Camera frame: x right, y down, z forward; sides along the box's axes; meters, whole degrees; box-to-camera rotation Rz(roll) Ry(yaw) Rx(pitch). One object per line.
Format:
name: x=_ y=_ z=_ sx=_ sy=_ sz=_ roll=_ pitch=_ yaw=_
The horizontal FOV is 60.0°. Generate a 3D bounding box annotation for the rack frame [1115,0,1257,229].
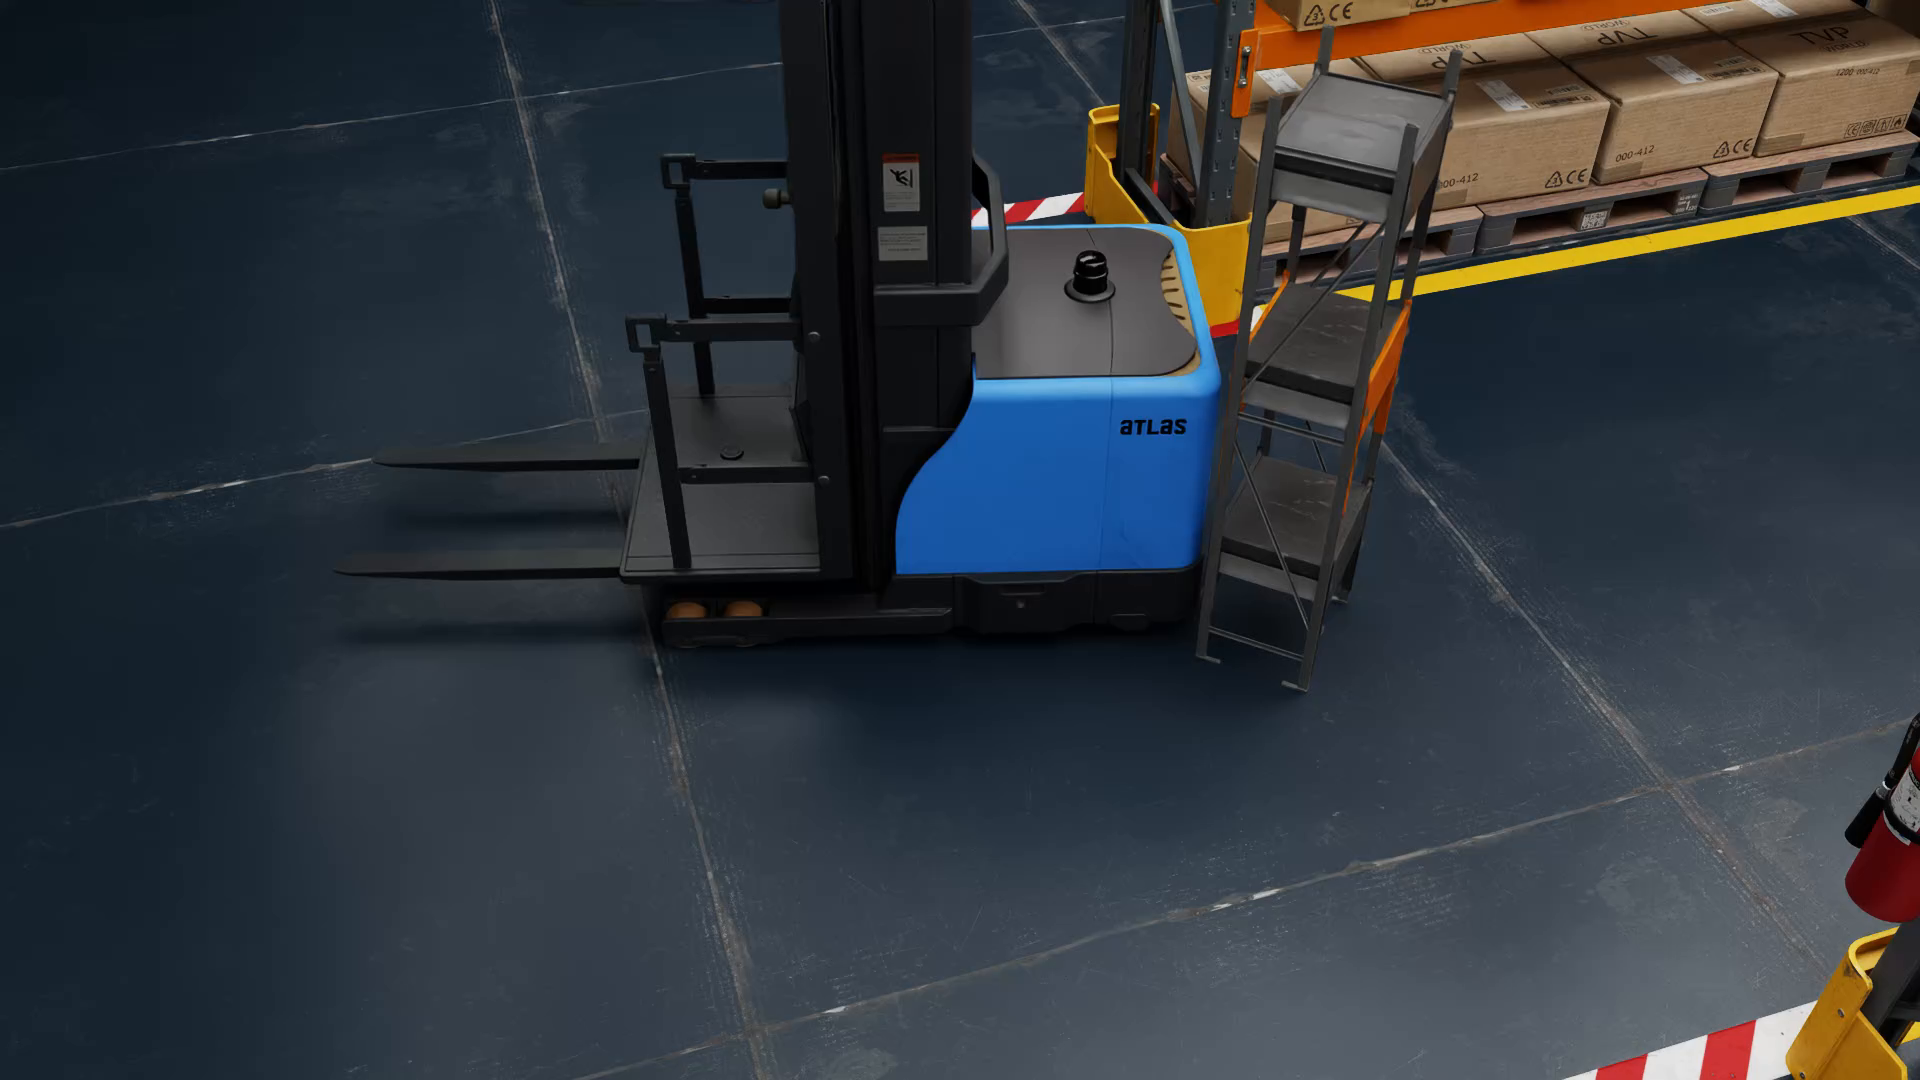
rack frame: x=0.948 y=-2.443 z=6.767 sx=0.127 sy=3.000 sz=1.000 roll=-12 pitch=42 yaw=-13

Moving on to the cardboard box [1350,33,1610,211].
cardboard box: x=2.418 y=-2.016 z=7.906 sx=0.875 sy=0.438 sz=0.875 roll=-11 pitch=42 yaw=-12

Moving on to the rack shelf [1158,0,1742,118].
rack shelf: x=2.855 y=-2.568 z=7.456 sx=4.000 sy=0.370 sz=1.077 roll=-12 pitch=42 yaw=-13

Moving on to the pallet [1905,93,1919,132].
pallet: x=5.476 y=-2.384 z=8.818 sx=1.213 sy=0.211 sz=1.003 roll=-12 pitch=42 yaw=-13

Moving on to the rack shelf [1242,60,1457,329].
rack shelf: x=1.107 y=-0.991 z=4.745 sx=0.431 sy=0.518 sz=0.480 roll=18 pitch=44 yaw=19

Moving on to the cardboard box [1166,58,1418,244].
cardboard box: x=1.547 y=-1.830 z=7.693 sx=0.875 sy=0.438 sz=0.875 roll=-13 pitch=43 yaw=-15

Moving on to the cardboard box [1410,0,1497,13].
cardboard box: x=1.966 y=-2.513 z=6.771 sx=0.500 sy=0.500 sz=0.500 roll=-12 pitch=43 yaw=-14

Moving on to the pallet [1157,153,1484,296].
pallet: x=1.687 y=-1.600 z=7.921 sx=1.213 sy=0.211 sz=1.003 roll=-12 pitch=42 yaw=-13

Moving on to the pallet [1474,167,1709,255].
pallet: x=2.848 y=-1.839 z=8.195 sx=1.213 sy=0.211 sz=1.003 roll=-12 pitch=42 yaw=-13

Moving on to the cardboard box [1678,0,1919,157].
cardboard box: x=4.132 y=-2.370 z=8.312 sx=0.875 sy=0.438 sz=0.875 roll=-12 pitch=43 yaw=-14

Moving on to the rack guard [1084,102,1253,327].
rack guard: x=0.925 y=-1.497 z=7.584 sx=0.348 sy=0.500 sz=1.175 roll=-12 pitch=42 yaw=-13

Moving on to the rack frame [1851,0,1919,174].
rack frame: x=4.763 y=-3.234 z=7.672 sx=0.127 sy=3.000 sz=1.000 roll=-12 pitch=42 yaw=-13

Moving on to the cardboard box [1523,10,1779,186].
cardboard box: x=3.278 y=-2.193 z=8.109 sx=0.875 sy=0.438 sz=0.875 roll=-13 pitch=43 yaw=-14

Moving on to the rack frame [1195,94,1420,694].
rack frame: x=1.000 y=-0.330 z=5.031 sx=0.400 sy=2.100 sz=0.015 roll=18 pitch=44 yaw=19

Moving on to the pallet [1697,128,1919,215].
pallet: x=4.014 y=-2.083 z=8.473 sx=1.213 sy=0.211 sz=1.003 roll=-12 pitch=42 yaw=-13

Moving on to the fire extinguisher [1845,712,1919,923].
fire extinguisher: x=2.152 y=0.573 z=3.657 sx=0.183 sy=0.674 sz=0.296 roll=-12 pitch=42 yaw=-13

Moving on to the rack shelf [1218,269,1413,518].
rack shelf: x=1.107 y=-0.464 z=5.206 sx=0.431 sy=0.518 sz=0.480 roll=18 pitch=44 yaw=19

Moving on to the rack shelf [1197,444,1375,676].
rack shelf: x=1.107 y=0.063 z=5.666 sx=0.431 sy=0.518 sz=0.480 roll=18 pitch=44 yaw=19

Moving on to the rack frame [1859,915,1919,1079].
rack frame: x=2.531 y=0.643 z=3.234 sx=0.127 sy=3.000 sz=1.000 roll=-12 pitch=42 yaw=-13

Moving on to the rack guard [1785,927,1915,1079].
rack guard: x=2.604 y=1.569 z=4.074 sx=0.348 sy=0.500 sz=1.175 roll=-12 pitch=42 yaw=-13

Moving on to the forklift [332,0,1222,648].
forklift: x=-0.685 y=-1.080 z=5.258 sx=3.031 sy=2.935 sz=1.130 roll=-1 pitch=41 yaw=-1

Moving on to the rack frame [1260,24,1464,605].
rack frame: x=1.214 y=-0.618 z=5.362 sx=0.400 sy=2.100 sz=0.015 roll=18 pitch=44 yaw=19

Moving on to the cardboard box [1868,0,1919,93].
cardboard box: x=5.330 y=-2.765 z=8.430 sx=0.875 sy=0.875 sz=0.875 roll=-10 pitch=42 yaw=-12

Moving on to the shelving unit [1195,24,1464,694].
shelving unit: x=1.107 y=-0.474 z=5.197 sx=0.431 sy=2.100 sz=0.503 roll=18 pitch=44 yaw=19

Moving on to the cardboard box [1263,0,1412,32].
cardboard box: x=1.492 y=-2.396 z=6.636 sx=0.500 sy=0.500 sz=0.500 roll=-12 pitch=43 yaw=-13
